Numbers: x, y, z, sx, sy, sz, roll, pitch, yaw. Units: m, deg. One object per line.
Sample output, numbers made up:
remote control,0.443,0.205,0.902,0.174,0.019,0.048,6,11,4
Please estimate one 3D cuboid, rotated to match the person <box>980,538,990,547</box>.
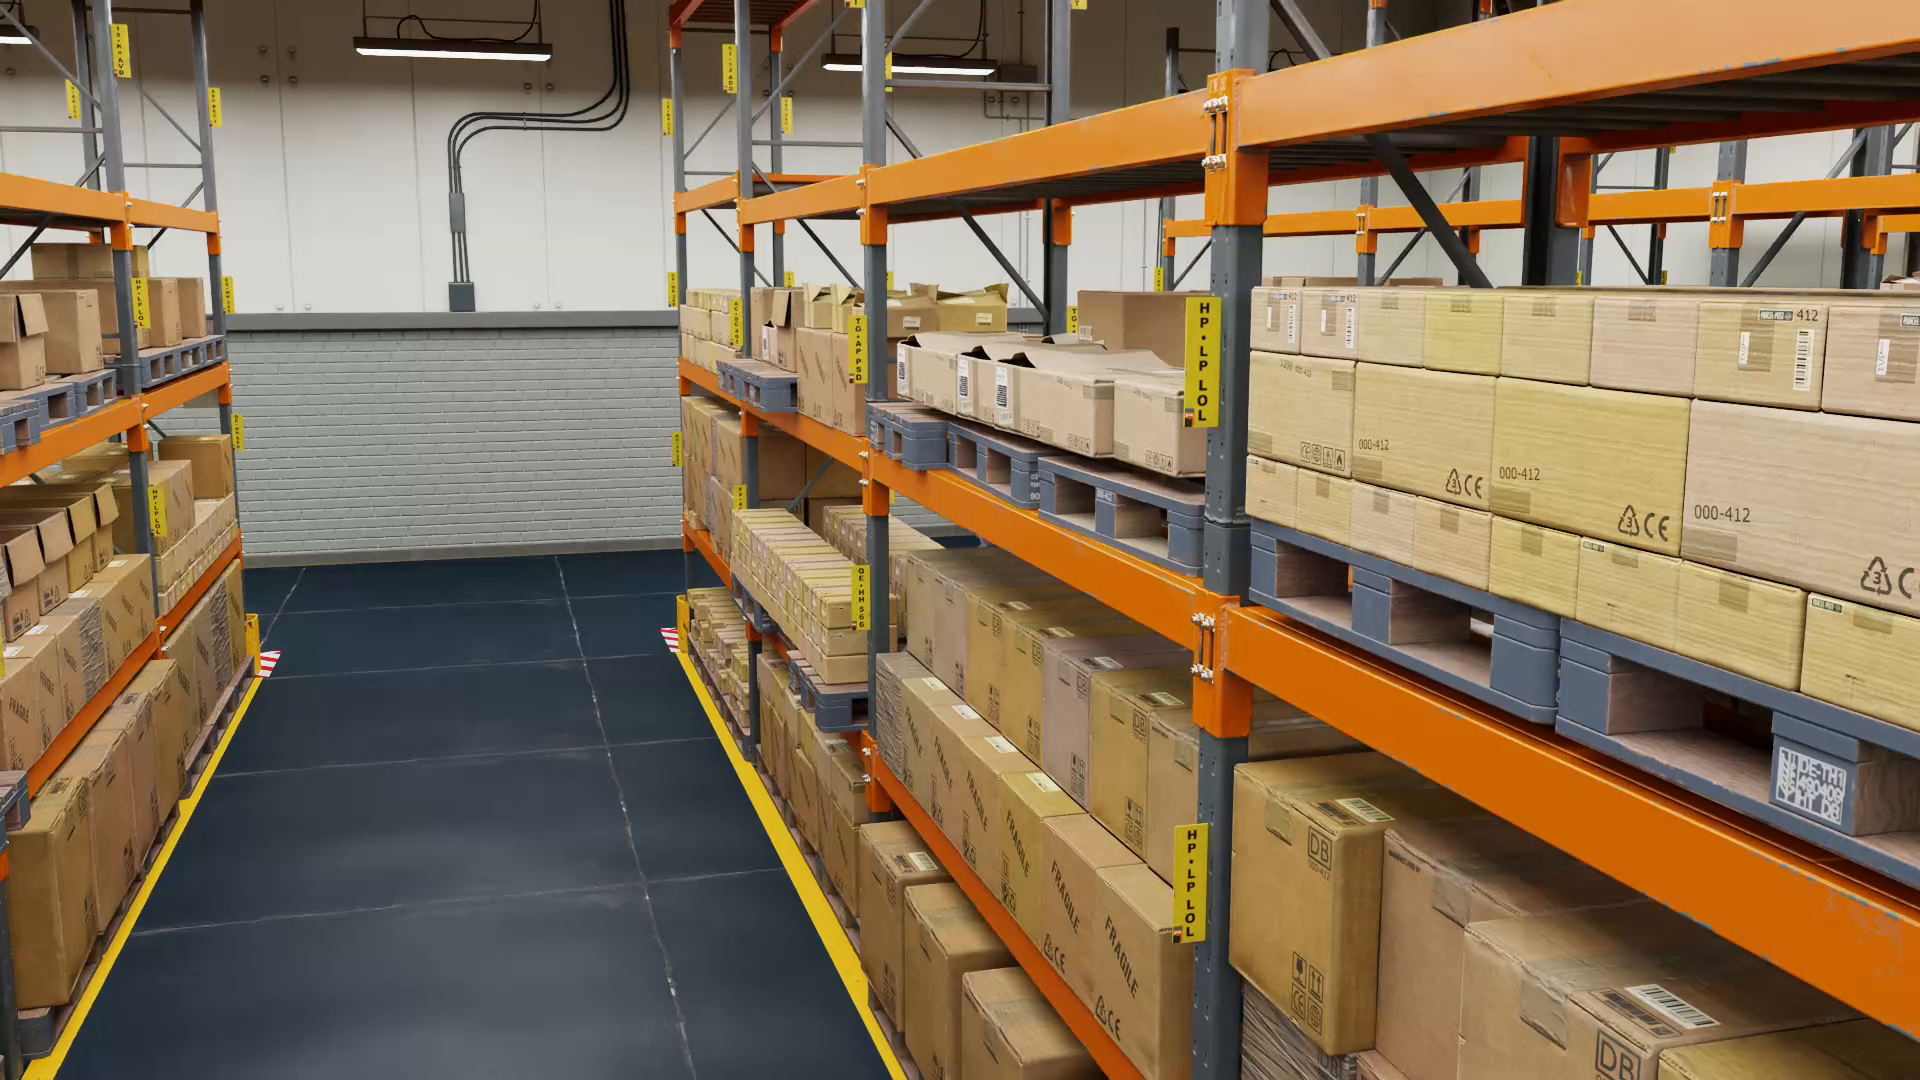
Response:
person,0.411,-0.050,17.637,0.509,1.618,1.023,9,13,43
